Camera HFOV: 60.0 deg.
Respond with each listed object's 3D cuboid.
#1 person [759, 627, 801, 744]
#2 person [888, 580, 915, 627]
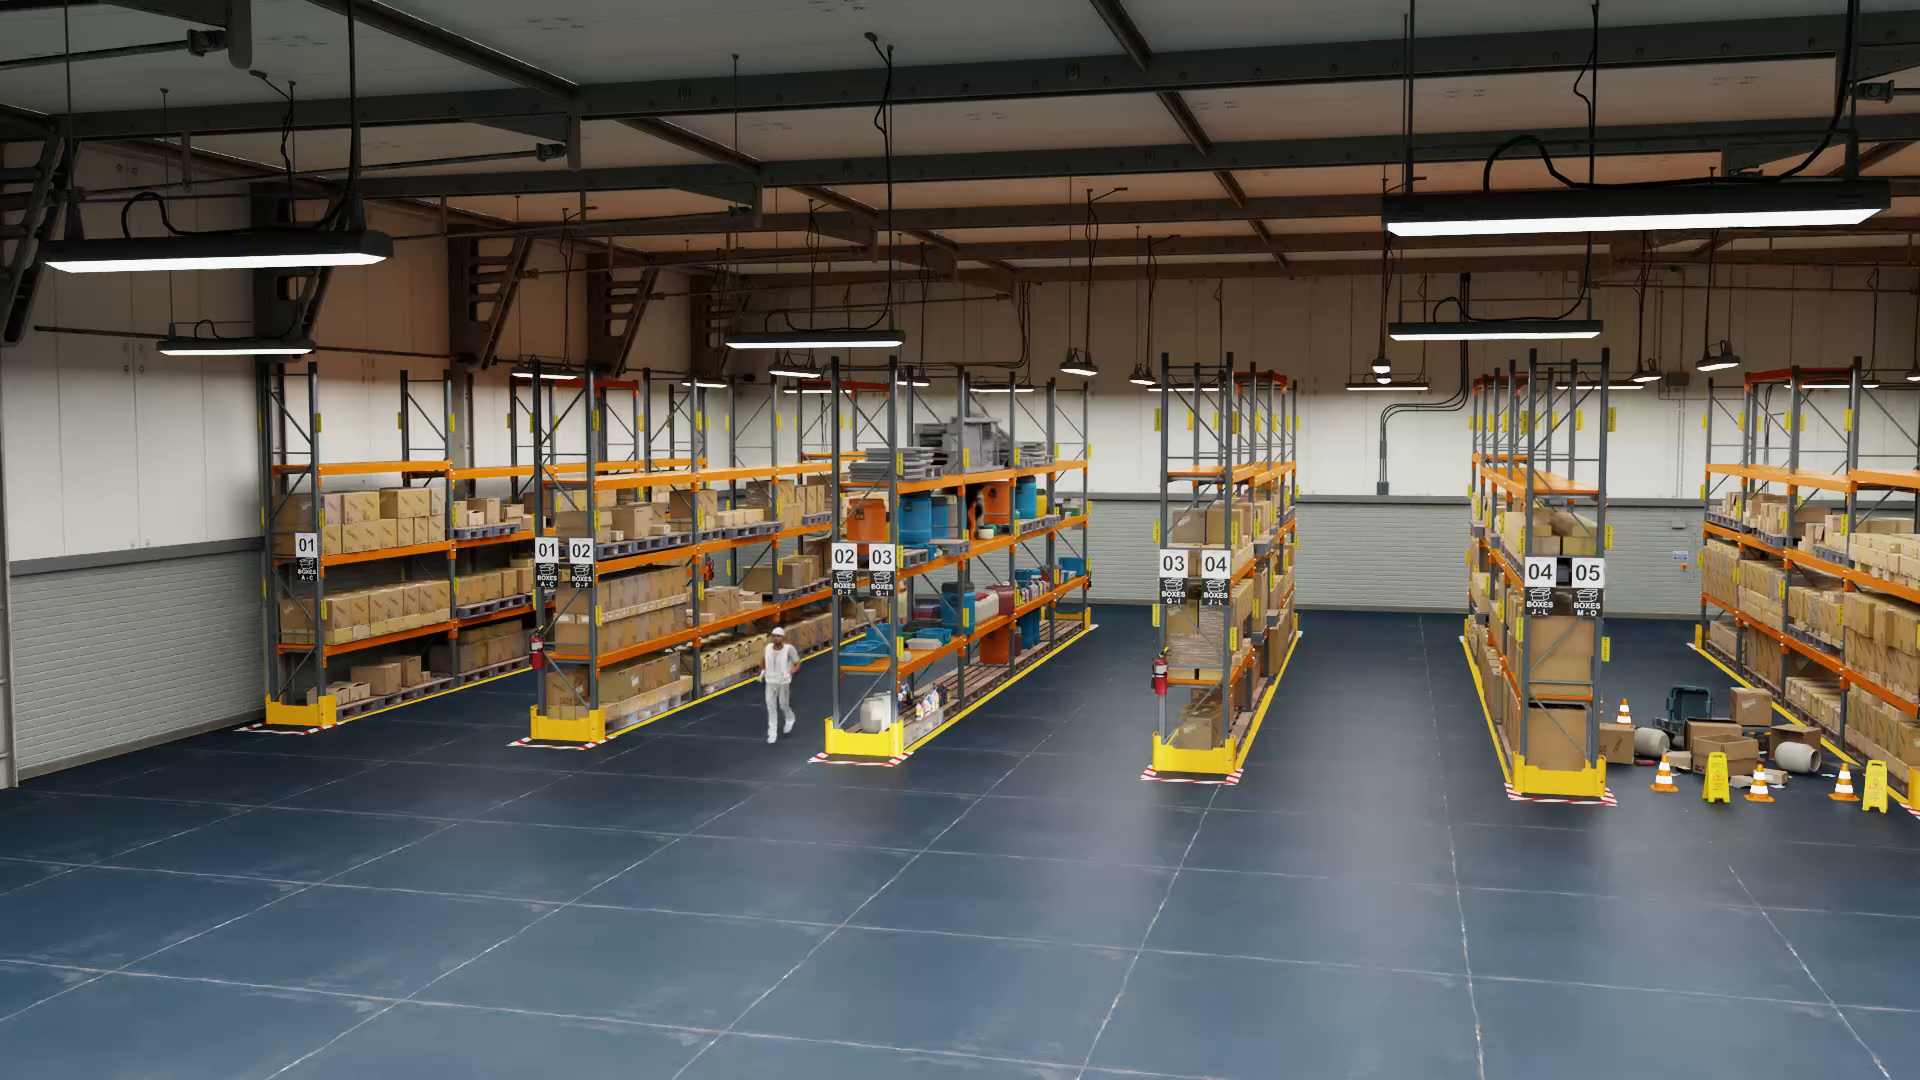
[{"bbox_3d":[-2.859,2.262,26.284,0.686,1.790,0.915,1,4,11],"label":"person"},{"bbox_3d":[-1.273,1.663,35.933,0.578,1.616,0.567,0,4,5],"label":"person"}]
